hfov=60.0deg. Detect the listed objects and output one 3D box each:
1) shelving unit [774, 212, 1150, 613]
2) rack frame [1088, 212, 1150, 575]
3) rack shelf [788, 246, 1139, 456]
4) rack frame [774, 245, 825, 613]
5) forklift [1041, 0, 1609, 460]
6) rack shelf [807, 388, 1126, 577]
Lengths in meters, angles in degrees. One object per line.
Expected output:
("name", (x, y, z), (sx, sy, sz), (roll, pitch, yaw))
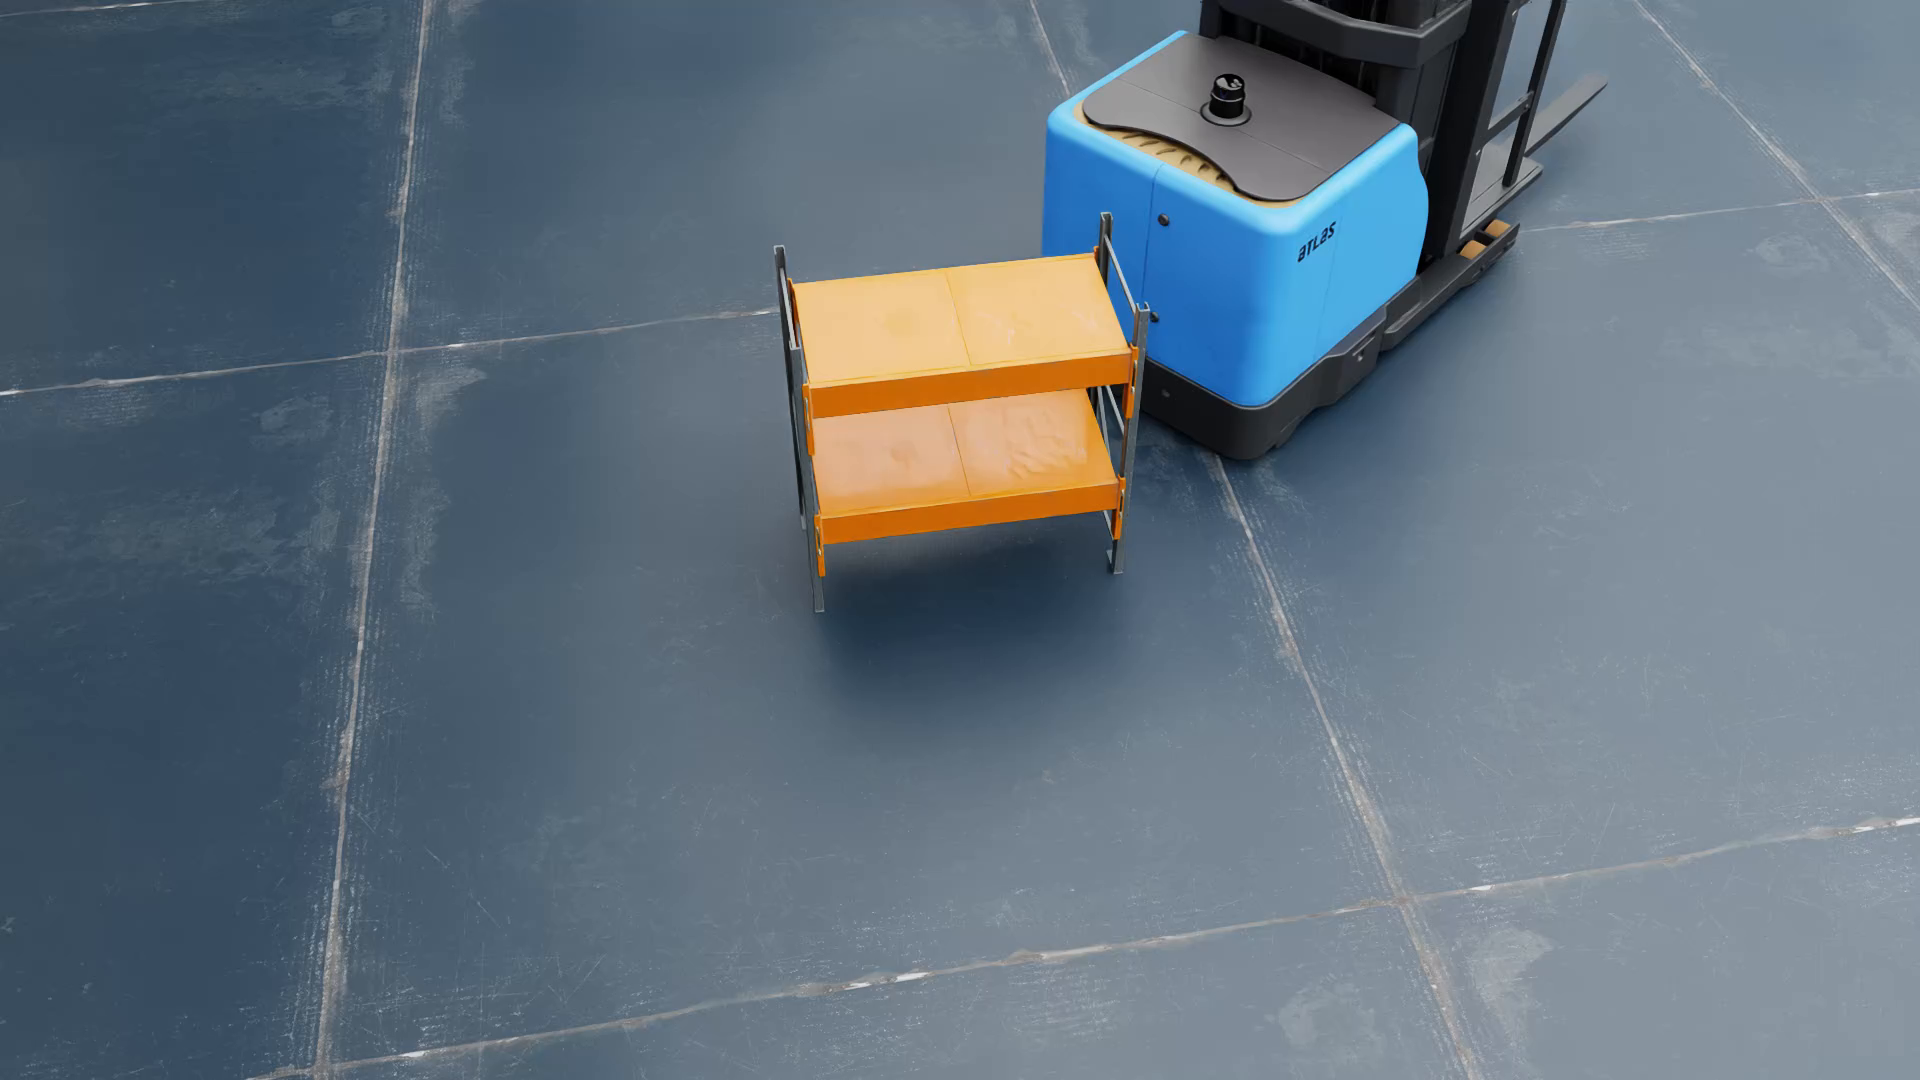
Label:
("shelving unit", (-0.007, -0.389, 5.344), (1.048, 1.125, 0.538), (-7, 46, -7))
("rack frame", (0.494, -0.452, 5.404), (0.032, 1.125, 0.500), (-7, 46, -7))
("rack shelf", (-0.007, -0.593, 5.133), (1.000, 0.278, 0.538), (-7, 46, -7))
("rack frame", (-0.508, -0.327, 5.284), (0.032, 1.125, 0.500), (-7, 46, -7))
("forklift", (1.641, -2.284, 5.915), (1.130, 2.935, 3.031), (33, 54, 28))
("rack shelf", (-0.007, -0.220, 5.520), (1.000, 0.278, 0.538), (-7, 46, -7))
